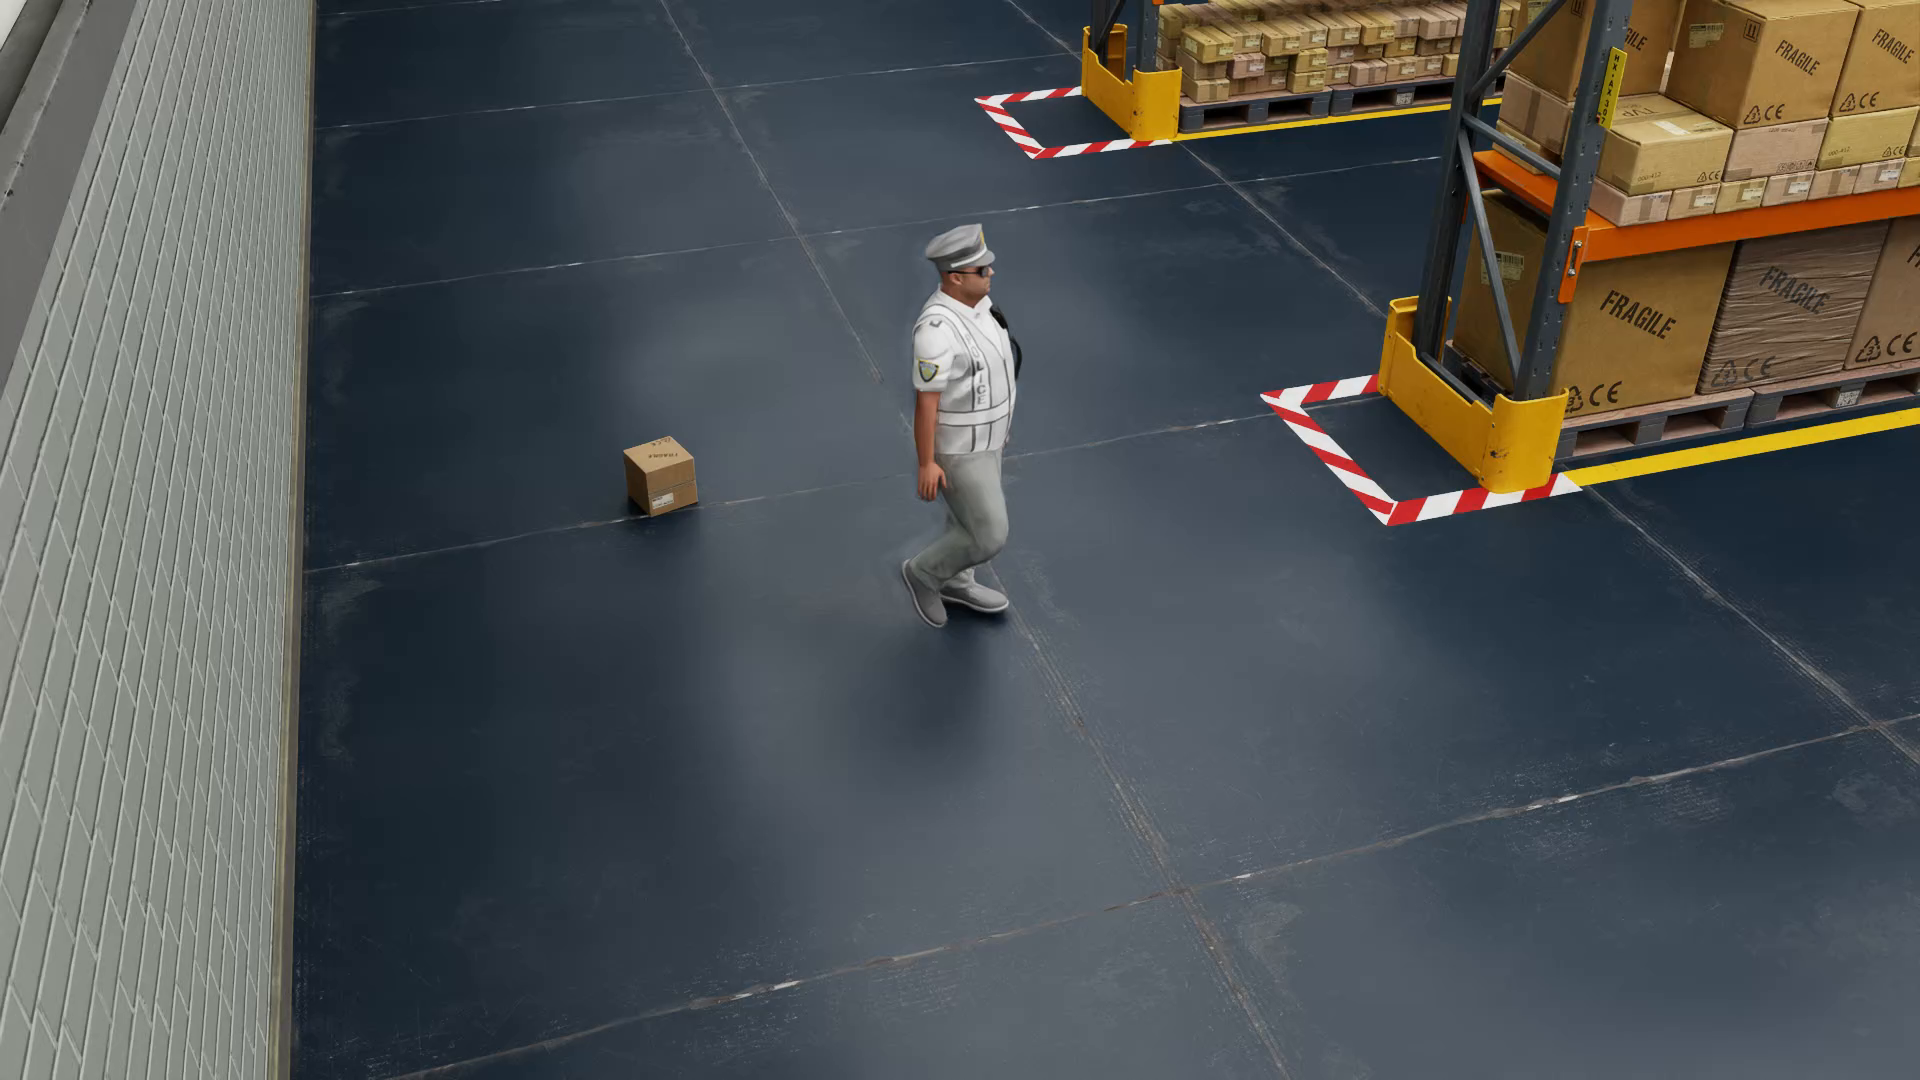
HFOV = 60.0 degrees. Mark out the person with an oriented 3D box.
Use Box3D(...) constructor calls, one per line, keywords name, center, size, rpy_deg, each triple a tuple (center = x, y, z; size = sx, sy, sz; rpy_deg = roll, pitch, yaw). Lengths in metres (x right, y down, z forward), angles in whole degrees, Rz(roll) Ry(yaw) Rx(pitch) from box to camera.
Box3D(name="person", center=(0.014, -0.425, 6.717), size=(0.483, 1.782, 0.571), rpy_deg=(11, 35, 15))
